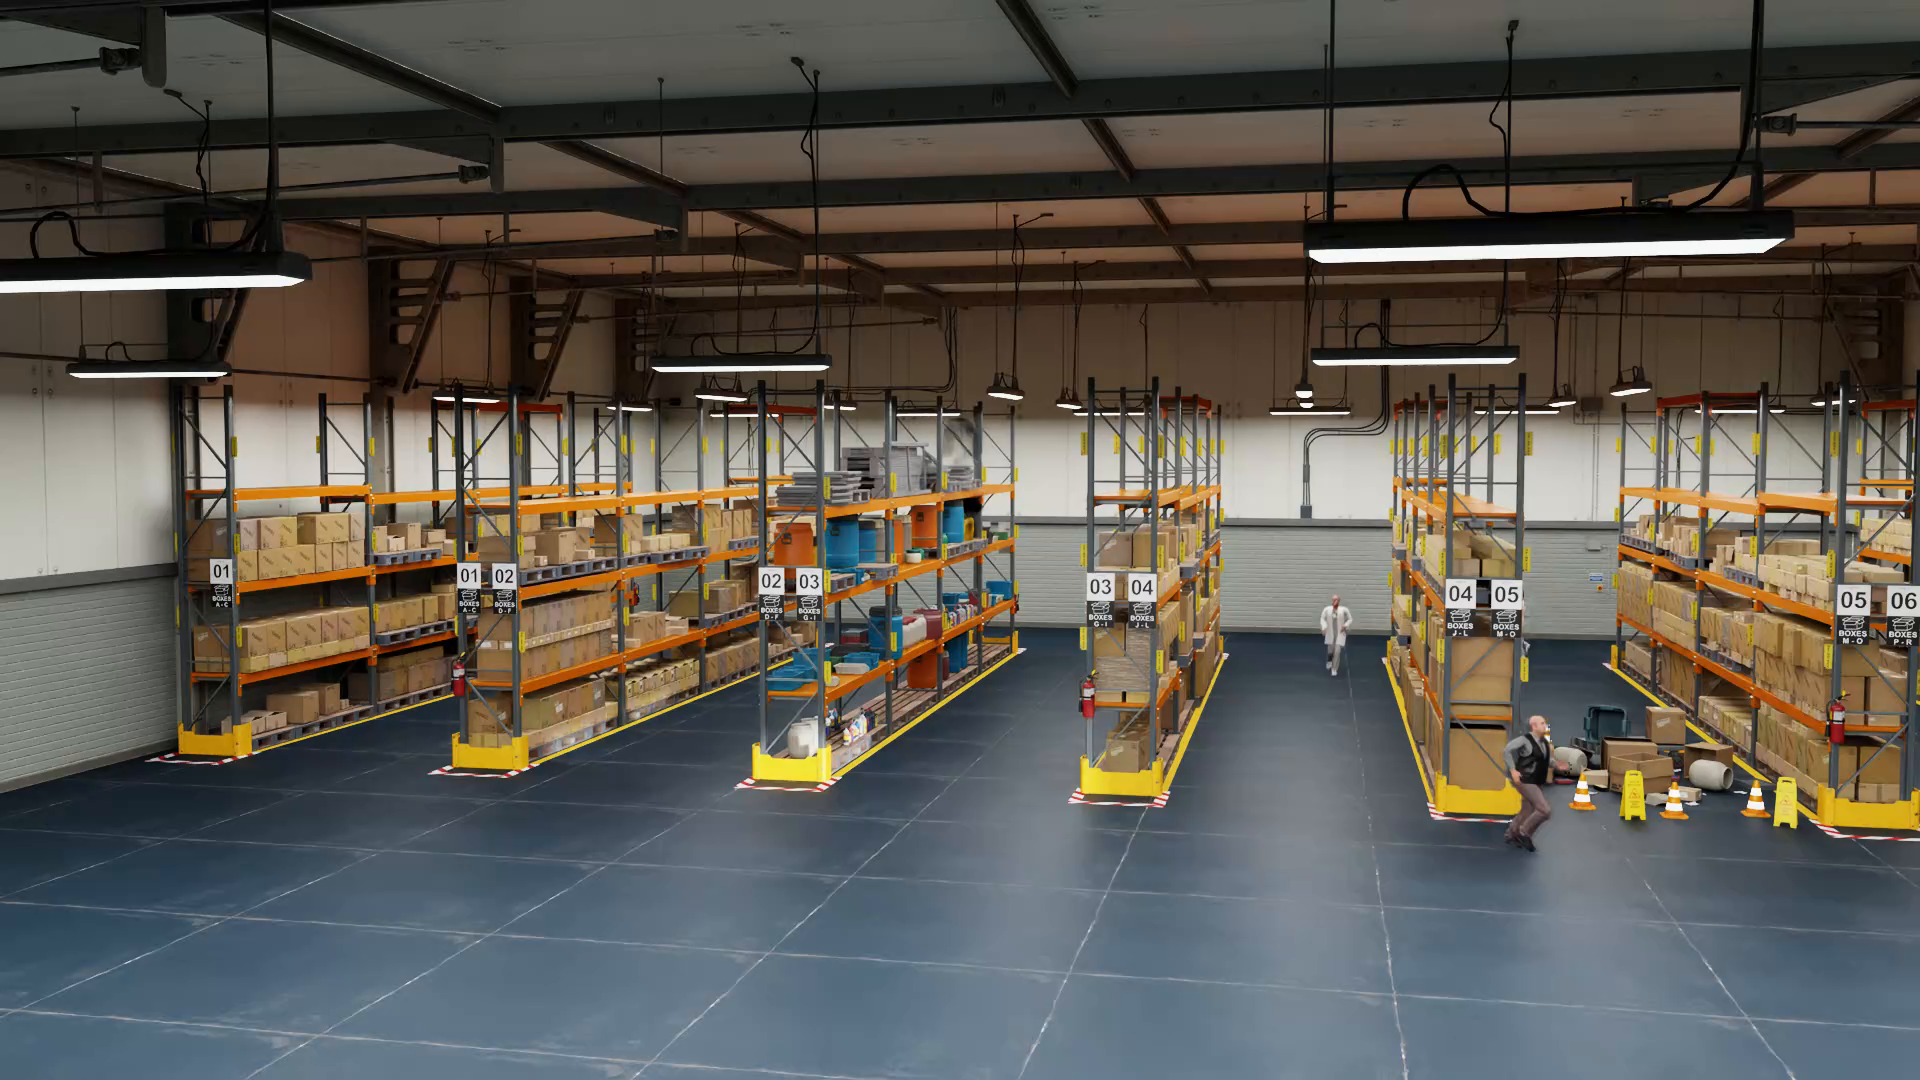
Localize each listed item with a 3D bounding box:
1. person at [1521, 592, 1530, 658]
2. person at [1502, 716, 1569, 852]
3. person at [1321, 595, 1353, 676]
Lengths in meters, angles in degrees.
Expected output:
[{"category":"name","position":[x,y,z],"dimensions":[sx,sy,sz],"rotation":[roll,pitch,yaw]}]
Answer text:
[{"category":"person","position":[13.183,1.992,39.316],"dimensions":[0.584,1.637,0.556],"rotation":[1,3,19]},{"category":"person","position":[7.051,3.042,20.479],"dimensions":[0.702,1.613,0.820],"rotation":[-3,4,-41]},{"category":"person","position":[8.284,2.090,36.610],"dimensions":[0.705,1.750,0.687],"rotation":[1,3,20]}]
